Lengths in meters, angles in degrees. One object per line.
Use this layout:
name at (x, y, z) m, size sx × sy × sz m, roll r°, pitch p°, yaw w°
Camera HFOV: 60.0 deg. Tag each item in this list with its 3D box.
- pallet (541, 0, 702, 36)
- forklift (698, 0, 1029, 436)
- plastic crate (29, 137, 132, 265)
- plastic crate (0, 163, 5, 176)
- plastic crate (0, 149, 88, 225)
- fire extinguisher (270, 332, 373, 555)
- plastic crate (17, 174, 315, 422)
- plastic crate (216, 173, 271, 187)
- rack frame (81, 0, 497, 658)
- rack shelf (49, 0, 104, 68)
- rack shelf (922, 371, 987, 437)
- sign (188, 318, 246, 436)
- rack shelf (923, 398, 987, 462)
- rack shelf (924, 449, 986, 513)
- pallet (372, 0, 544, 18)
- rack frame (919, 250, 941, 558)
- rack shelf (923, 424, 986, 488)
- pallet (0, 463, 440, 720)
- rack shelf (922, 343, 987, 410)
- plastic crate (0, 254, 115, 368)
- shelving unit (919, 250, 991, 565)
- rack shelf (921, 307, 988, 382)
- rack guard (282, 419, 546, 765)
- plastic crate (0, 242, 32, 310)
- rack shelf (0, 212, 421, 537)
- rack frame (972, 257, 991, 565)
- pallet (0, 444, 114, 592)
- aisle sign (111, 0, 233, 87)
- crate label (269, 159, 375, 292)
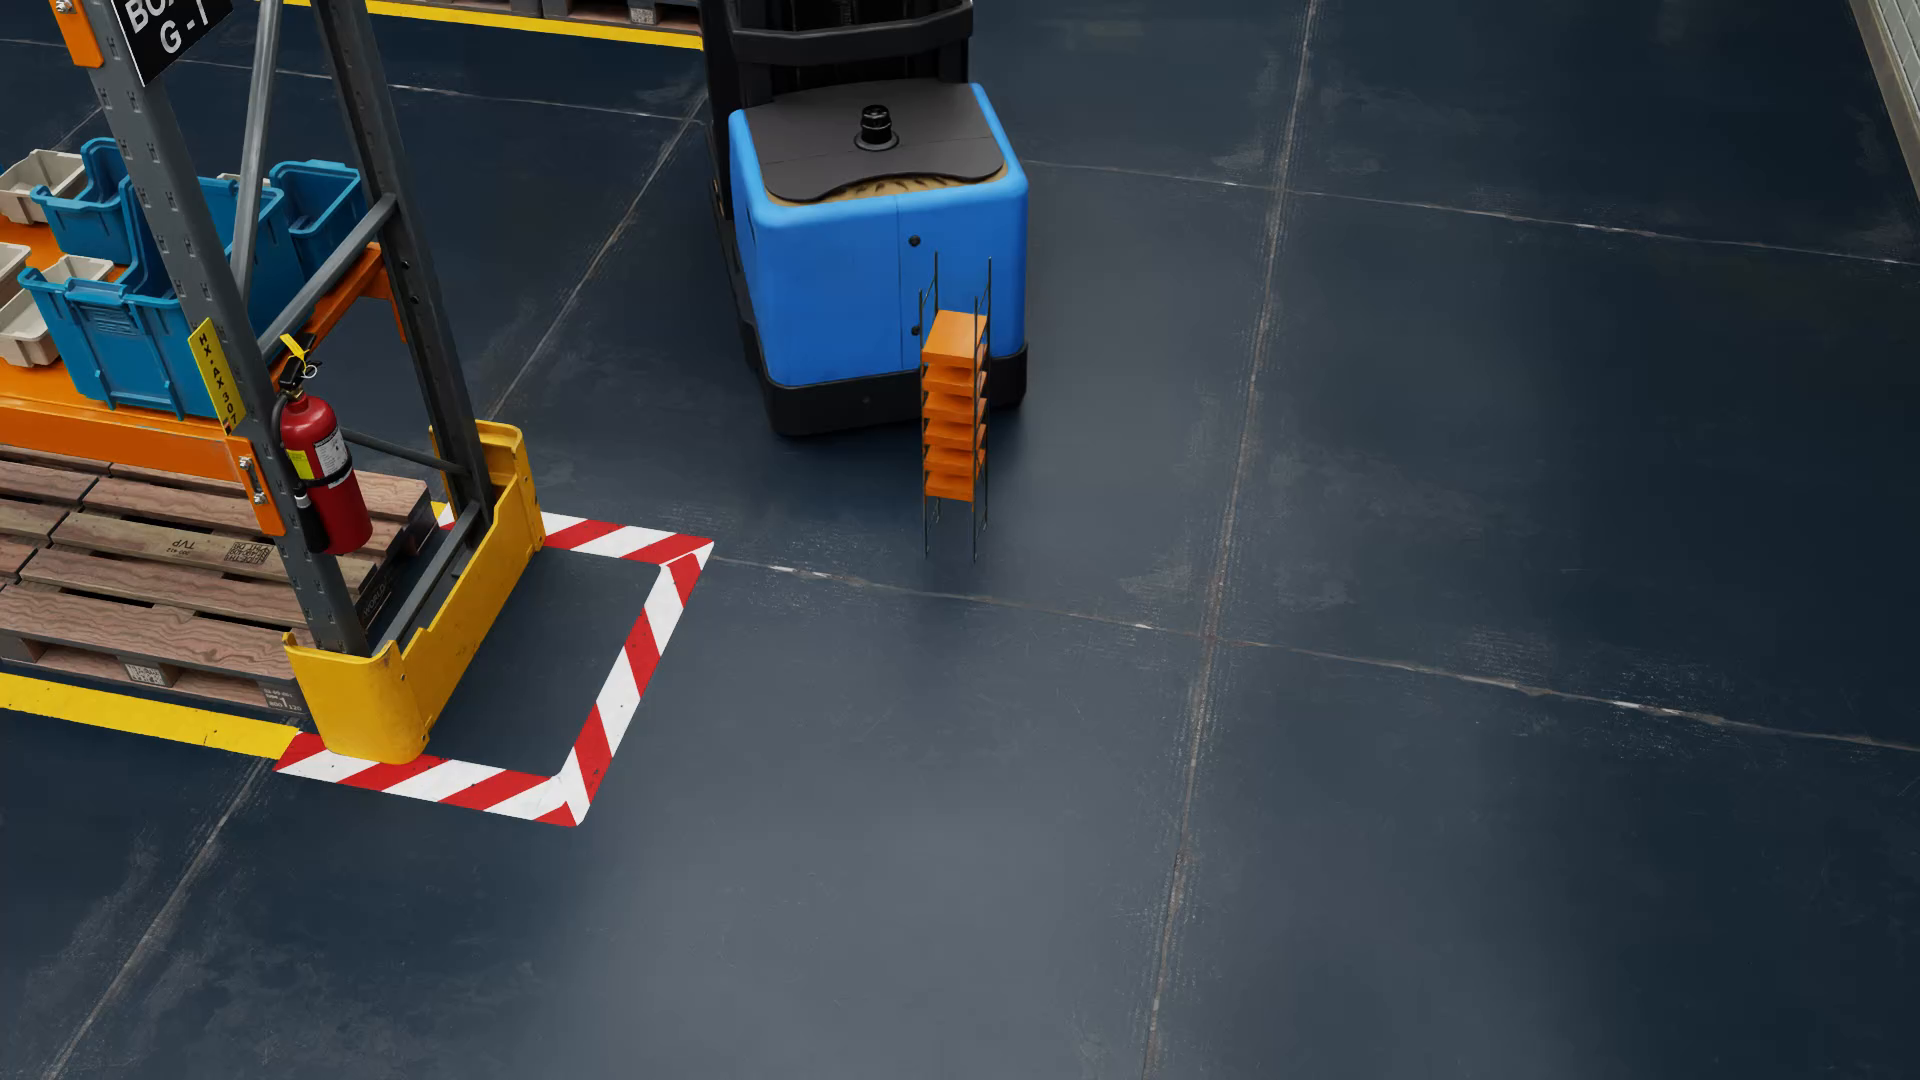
pallet at (-1.634, -3.225, 9.449) m, size 1.213 × 0.211 × 1.003 m, roll 9°, pitch 45°, yaw 9°
forklift at (-0.563, -2.505, 6.739) m, size 1.130 × 2.935 × 3.031 m, roll -9°, pitch 45°, yaw -9°
plastic crate at (-2.678, -1.068, 5.274) m, size 0.300 × 0.233 × 0.416 m, roll 9°, pitch 45°, yaw 9°
plastic crate at (-3.321, -1.168, 5.378) m, size 0.300 × 0.233 × 0.416 m, roll 9°, pitch 45°, yaw 9°
plastic crate at (-2.993, -1.141, 5.419) m, size 0.298 × 0.136 × 0.250 m, roll 9°, pitch 45°, yaw 9°
fire extinguisher at (-1.819, -0.254, 4.676) m, size 0.183 × 0.674 × 0.296 m, roll 9°, pitch 45°, yaw 9°
plastic crate at (-2.234, -0.706, 4.751) m, size 0.499 × 0.435 × 0.616 m, roll 9°, pitch 45°, yaw 9°
plastic crate at (-2.331, -1.038, 5.313) m, size 0.298 × 0.136 × 0.250 m, roll 9°, pitch 45°, yaw 9°
rack frame at (-1.867, -0.747, 4.863) m, size 0.127 × 3.000 × 1.000 m, roll 9°, pitch 45°, yaw 9°
rack shelf at (-3.818, -1.871, 4.387) m, size 4.000 × 0.370 × 1.077 m, roll 9°, pitch 45°, yaw 9°
rack shelf at (-0.014, -0.489, 5.784) m, size 0.180 × 0.103 × 0.258 m, roll 9°, pitch 45°, yaw 9°
sign at (-1.971, -0.431, 4.417) m, size 0.005 × 0.325 × 0.100 m, roll 9°, pitch 45°, yaw 9°
rack shelf at (-0.014, -0.402, 5.867) m, size 0.180 × 0.103 × 0.258 m, roll 9°, pitch 45°, yaw 9°
rack shelf at (-0.014, -0.230, 6.033) m, size 0.180 × 0.103 × 0.258 m, roll 9°, pitch 45°, yaw 9°
pallet at (-2.821, -3.412, 9.642) m, size 1.213 × 0.211 × 1.003 m, roll 9°, pitch 45°, yaw 9°
rack frame at (-0.103, -0.448, 5.851) m, size 0.006 × 1.200 × 0.240 m, roll 9°, pitch 45°, yaw 9°
rack shelf at (-0.014, -0.316, 5.950) m, size 0.180 × 0.103 × 0.258 m, roll 9°, pitch 45°, yaw 9°
pallet at (-2.663, 0.107, 5.987) m, size 1.213 × 0.211 × 1.003 m, roll 9°, pitch 45°, yaw 9°
rack shelf at (-0.014, -0.575, 5.701) m, size 0.180 × 0.103 × 0.258 m, roll 9°, pitch 45°, yaw 9°
plastic crate at (-2.702, -0.674, 4.935) m, size 0.243 × 0.136 × 0.396 m, roll 9°, pitch 45°, yaw 9°
shelving unit at (-0.014, -0.434, 5.836) m, size 0.189 × 1.200 × 0.258 m, roll 9°, pitch 45°, yaw 9°
rack shelf at (-0.014, -0.662, 5.617) m, size 0.180 × 0.103 × 0.258 m, roll 9°, pitch 45°, yaw 9°
rack guard at (-1.840, 0.149, 5.735) m, size 0.348 × 0.500 × 1.175 m, roll 9°, pitch 45°, yaw 9°
plastic crate at (-2.982, -0.728, 4.990) m, size 0.243 × 0.136 × 0.396 m, roll 9°, pitch 45°, yaw 9°
rack shelf at (-3.818, -0.791, 5.427) m, size 4.000 × 0.370 × 1.077 m, roll 9°, pitch 45°, yaw 9°
rack frame at (0.075, -0.421, 5.822) m, size 0.006 × 1.200 × 0.240 m, roll 9°, pitch 45°, yaw 9°
pallet at (-3.850, -0.080, 6.180) m, size 1.213 × 0.211 × 1.003 m, roll 9°, pitch 45°, yaw 9°
aisle sign at (-1.860, -1.474, 3.744) m, size 0.004 × 0.787 × 0.394 m, roll 9°, pitch 45°, yaw 9°
crate label at (-2.036, -0.968, 5.171) m, size 0.303 × 0.233 × 0.416 m, roll 9°, pitch 45°, yaw 9°
